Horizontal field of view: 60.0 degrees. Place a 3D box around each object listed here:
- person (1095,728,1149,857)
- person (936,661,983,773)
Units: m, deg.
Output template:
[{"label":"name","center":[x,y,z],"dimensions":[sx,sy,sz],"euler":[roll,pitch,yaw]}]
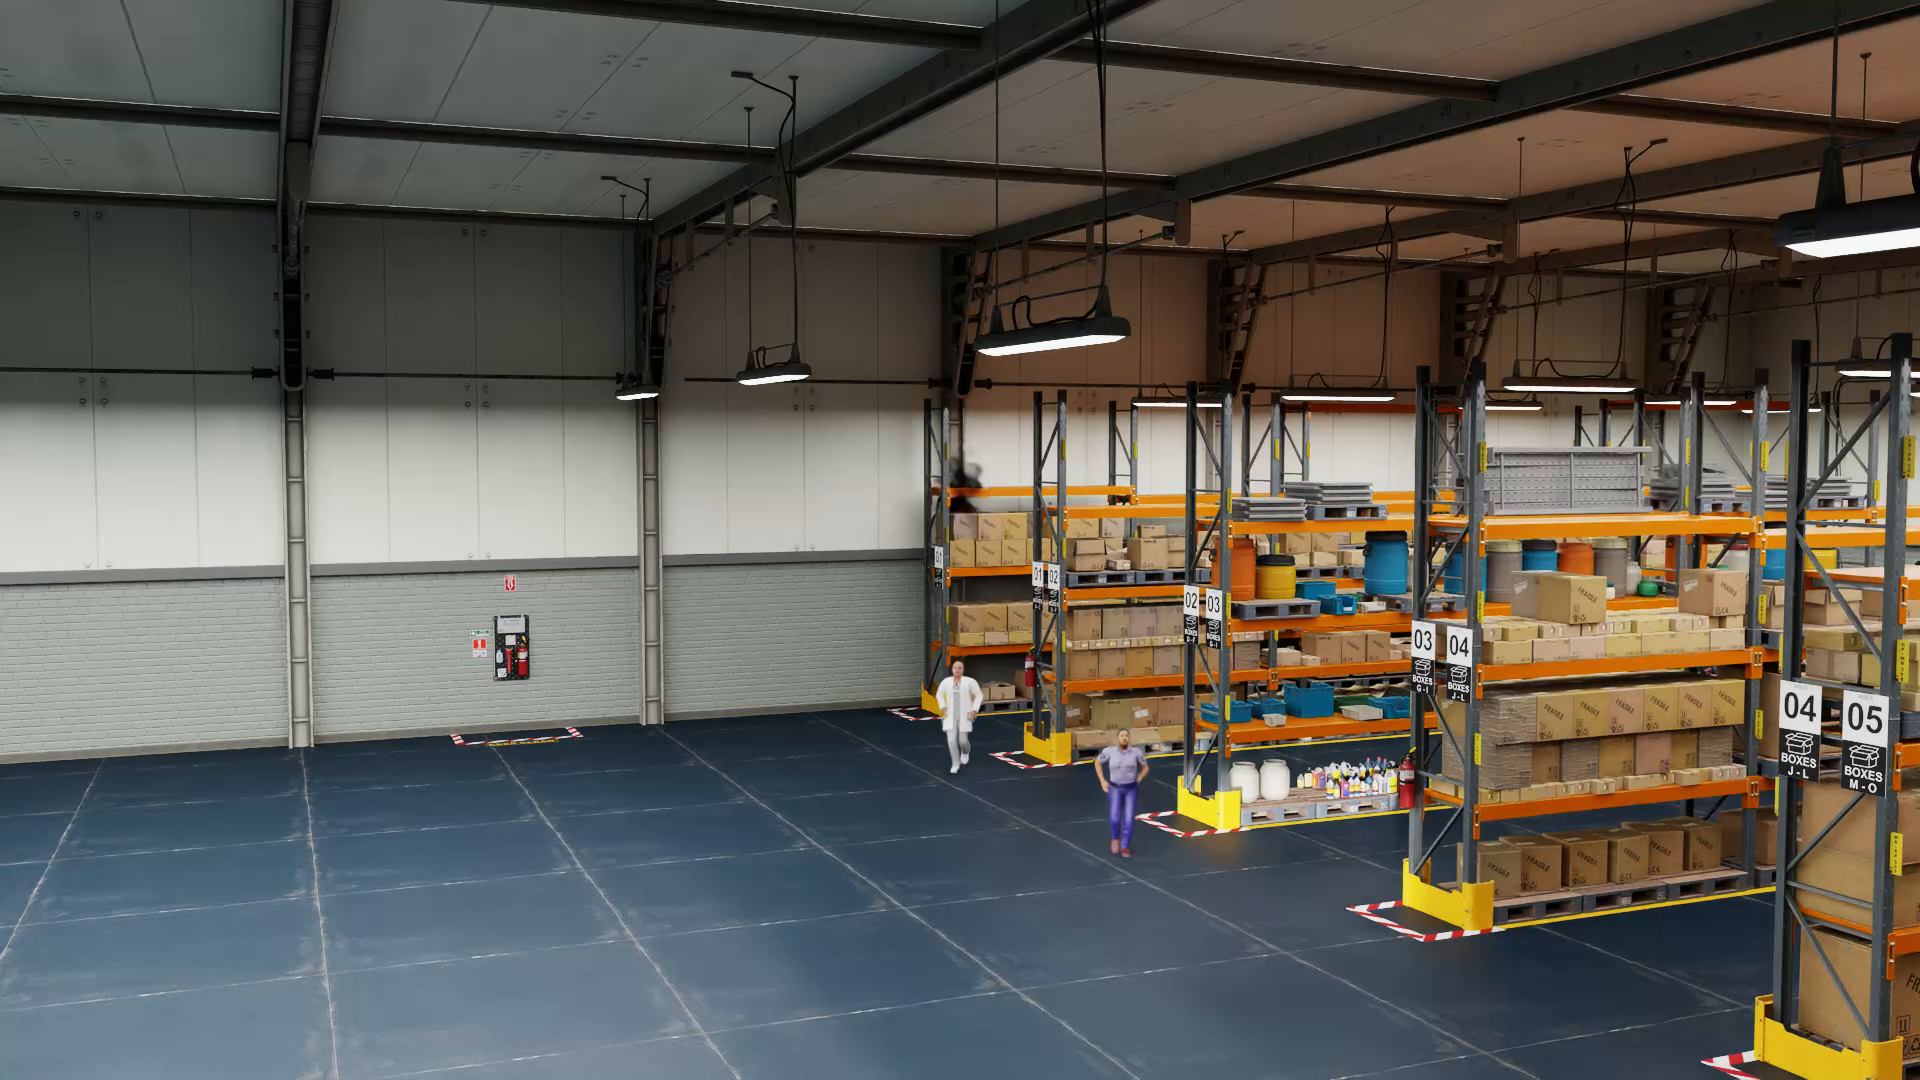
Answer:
[{"label":"person","center":[2.033,3.154,20.671],"dimensions":[0.656,1.605,0.566],"euler":[0,3,-3]},{"label":"person","center":[-0.015,2.759,26.118],"dimensions":[0.740,1.728,0.667],"euler":[0,3,8]}]
